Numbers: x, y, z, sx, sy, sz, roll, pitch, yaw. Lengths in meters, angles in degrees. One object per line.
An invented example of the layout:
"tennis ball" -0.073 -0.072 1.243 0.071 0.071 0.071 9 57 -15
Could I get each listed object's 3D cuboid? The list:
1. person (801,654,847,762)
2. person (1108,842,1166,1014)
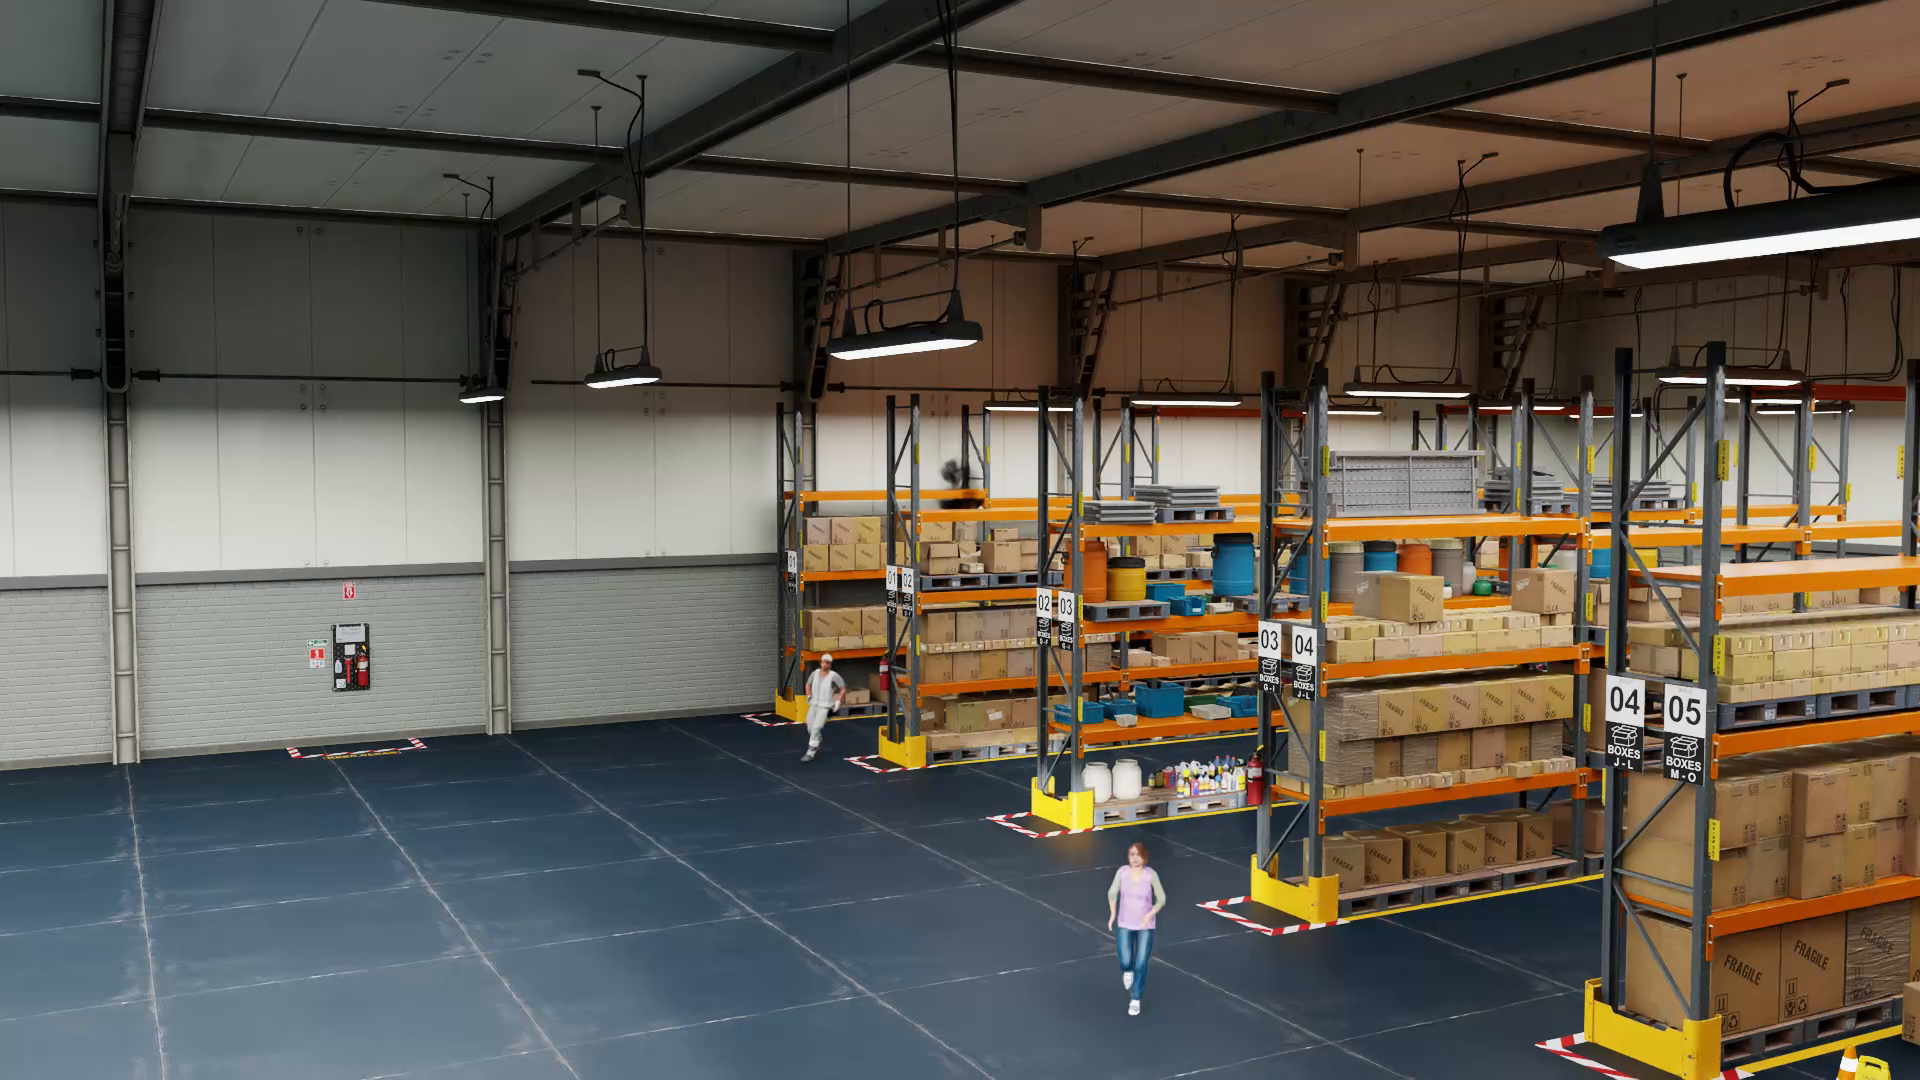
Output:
"person" -2.231 2.738 27.363 0.722 1.751 0.807 1 3 21
"person" 1.607 3.538 15.201 0.545 1.557 0.500 1 3 13
